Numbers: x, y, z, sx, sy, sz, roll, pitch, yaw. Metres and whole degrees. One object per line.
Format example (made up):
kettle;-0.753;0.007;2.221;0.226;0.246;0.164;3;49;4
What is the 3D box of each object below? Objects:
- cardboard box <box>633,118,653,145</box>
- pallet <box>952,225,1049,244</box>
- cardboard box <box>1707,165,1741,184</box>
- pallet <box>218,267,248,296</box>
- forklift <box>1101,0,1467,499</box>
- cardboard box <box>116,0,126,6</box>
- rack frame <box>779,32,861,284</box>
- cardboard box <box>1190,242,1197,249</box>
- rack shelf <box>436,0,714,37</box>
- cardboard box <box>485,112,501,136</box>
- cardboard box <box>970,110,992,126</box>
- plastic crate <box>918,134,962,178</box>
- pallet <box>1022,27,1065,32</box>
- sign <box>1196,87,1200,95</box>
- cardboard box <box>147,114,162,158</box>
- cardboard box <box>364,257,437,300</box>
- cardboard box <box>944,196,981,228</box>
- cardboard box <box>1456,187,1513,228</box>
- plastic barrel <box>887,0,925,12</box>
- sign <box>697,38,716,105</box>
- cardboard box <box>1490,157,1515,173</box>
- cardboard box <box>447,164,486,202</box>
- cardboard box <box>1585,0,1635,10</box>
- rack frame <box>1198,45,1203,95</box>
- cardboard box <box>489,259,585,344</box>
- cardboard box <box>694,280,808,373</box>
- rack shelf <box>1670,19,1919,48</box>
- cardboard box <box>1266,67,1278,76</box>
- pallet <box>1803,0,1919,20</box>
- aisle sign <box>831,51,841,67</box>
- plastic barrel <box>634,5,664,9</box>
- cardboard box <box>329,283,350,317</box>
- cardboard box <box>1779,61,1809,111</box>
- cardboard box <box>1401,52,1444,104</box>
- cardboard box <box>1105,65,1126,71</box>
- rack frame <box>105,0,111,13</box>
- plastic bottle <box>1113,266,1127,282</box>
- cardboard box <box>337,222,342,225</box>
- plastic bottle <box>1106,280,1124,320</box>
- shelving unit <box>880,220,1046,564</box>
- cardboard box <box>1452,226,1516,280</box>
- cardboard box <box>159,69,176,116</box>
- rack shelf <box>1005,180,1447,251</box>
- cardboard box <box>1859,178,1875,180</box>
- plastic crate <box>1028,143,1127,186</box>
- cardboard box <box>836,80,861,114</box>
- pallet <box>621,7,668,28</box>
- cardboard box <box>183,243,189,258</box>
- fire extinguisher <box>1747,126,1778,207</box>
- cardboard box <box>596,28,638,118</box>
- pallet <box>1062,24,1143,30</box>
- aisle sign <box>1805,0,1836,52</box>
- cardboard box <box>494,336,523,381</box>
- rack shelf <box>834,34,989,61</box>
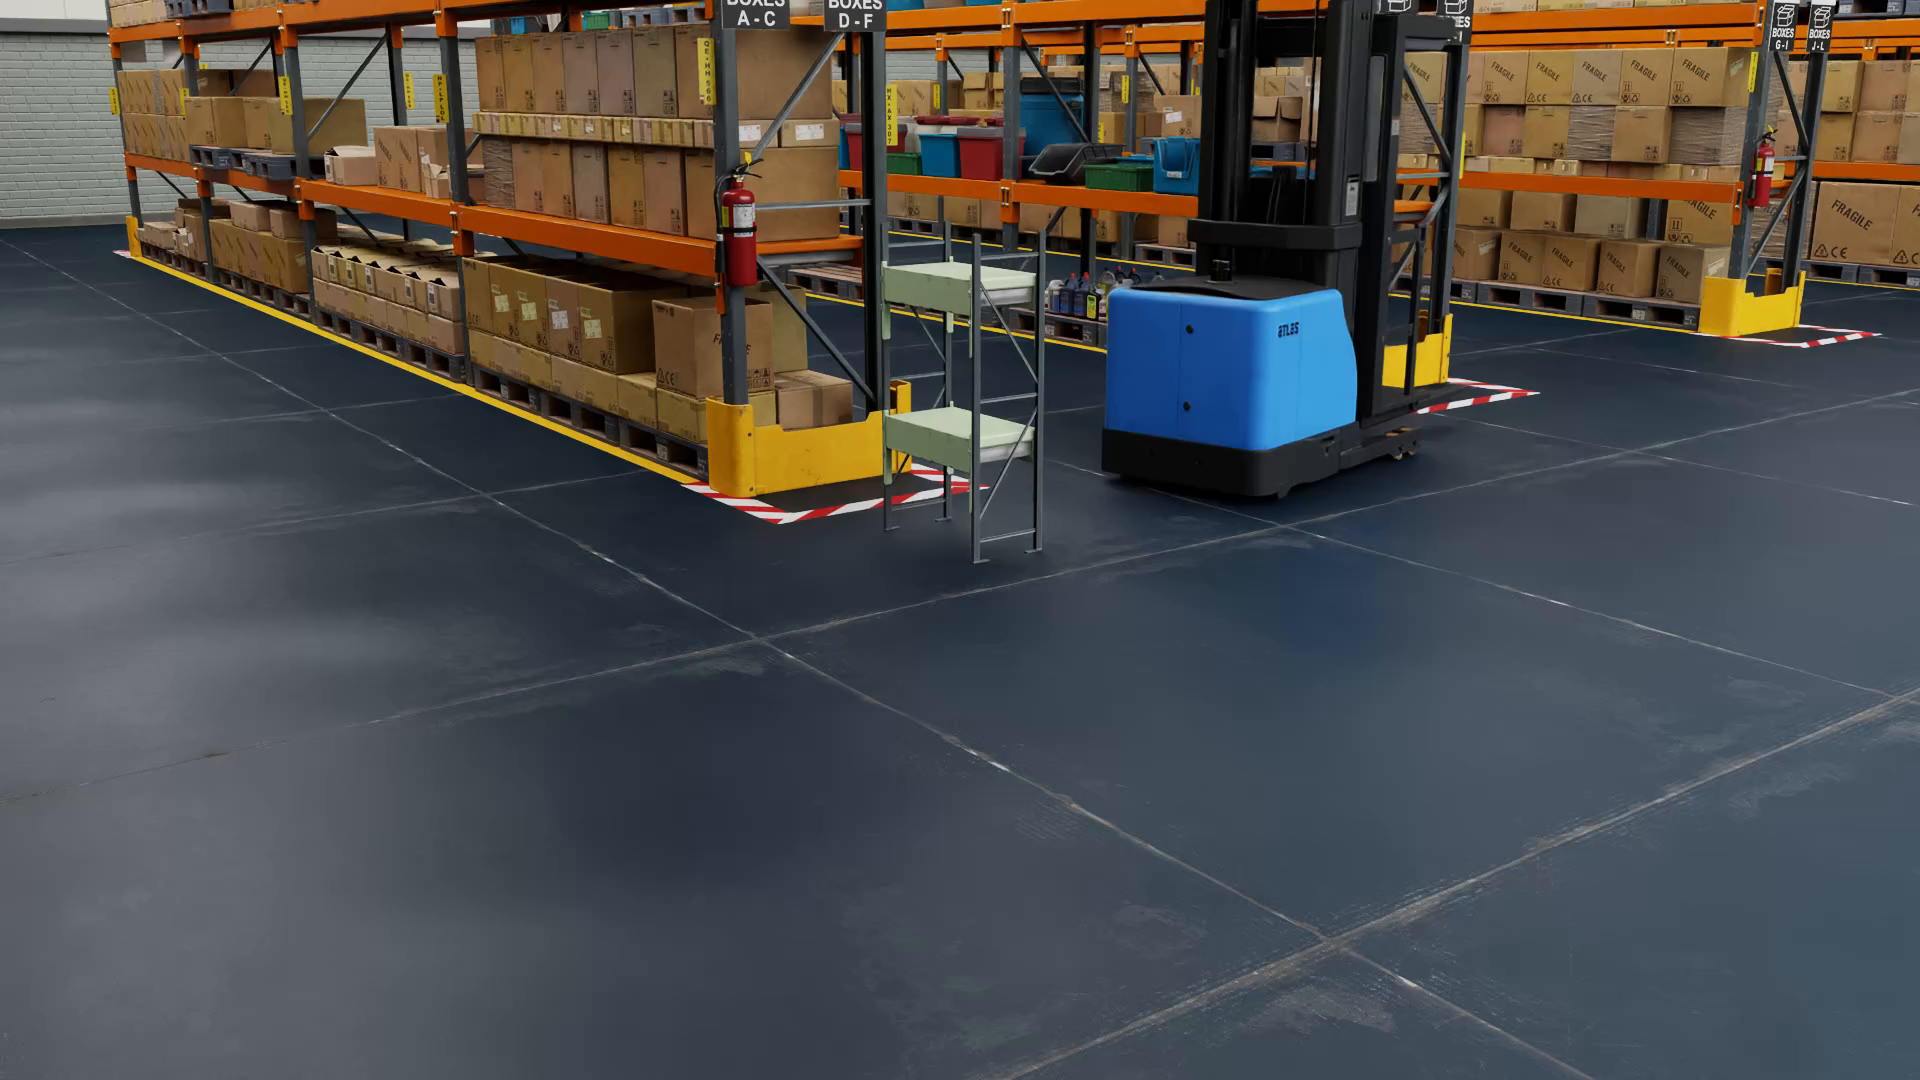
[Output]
cardboard box;-1.671;-2.375;9.653;0.380;0.149;0.250;-11;19;-34
pallet;0.634;-4.399;23.748;1.003;0.211;1.213;-11;19;-35
cardboard box;6.840;-3.242;14.715;0.380;0.149;0.250;-11;19;-35
pallet;-7.387;-2.847;18.079;1.003;0.211;1.213;-11;19;-35
forklift;2.109;-1.955;9.666;1.130;2.935;3.031;12;20;38
cardboard box;-9.868;-6.572;20.060;0.500;0.250;0.500;-11;19;-35
rack frame;-1.535;-4.274;18.009;1.000;3.000;0.127;-11;19;-35
cardboard box;3.218;-3.793;20.153;0.700;0.500;0.500;-13;20;-39
rack shelf;-2.016;-3.324;10.221;1.077;0.370;4.000;-11;19;-35
cardboard box;-3.043;-2.872;11.468;0.380;0.149;0.250;-11;19;-34
cardboard box;0.484;-5.701;23.033;0.500;0.500;0.500;-11;19;-34
plastic crate;-0.084;-3.599;15.575;0.392;0.384;0.575;-11;19;-35
pallet;1.390;-6.766;21.790;1.003;0.211;1.213;-10;18;-32
sign;3.756;-6.977;26.245;0.100;0.325;0.005;-11;19;-35
cardboard box;-9.307;-4.803;19.752;0.500;0.500;0.500;-11;19;-34
cardboard box;-4.557;-2.165;13.656;0.500;0.311;0.500;-11;19;-35
cardboard box;0.512;-4.941;23.676;1.225;0.875;0.875;-11;19;-34
cardboard box;7.345;-4.578;22.587;1.050;0.750;0.750;-11;19;-34
plastic barrel;-0.427;-5.462;15.720;0.600;0.901;0.708;-11;19;-35
sign;-1.287;-2.389;8.480;0.100;0.325;0.005;-11;19;-35
cardboard box;5.461;-3.712;16.431;0.380;0.149;0.250;-11;19;-35
cardboard box;-3.517;-2.678;12.461;0.500;0.250;0.500;-9;18;-31
cardboard box;6.096;-4.989;15.225;0.500;0.250;0.500;-10;18;-33
rack frame;4.191;-6.645;26.673;1.000;3.000;0.127;-11;19;-35
cardboard box;-2.872;-1.636;11.366;0.500;0.500;0.500;-11;19;-35
cardboard box;-1.271;-1.291;10.103;0.500;0.500;0.500;-11;19;-35
rack shelf;10.070;-5.609;18.570;1.077;0.370;4.000;-11;19;-35
cardboard box;6.040;-8.895;31.583;0.380;0.149;0.250;-10;18;-33
pallet;10.080;-5.904;18.452;1.003;0.211;1.213;-11;19;-35
aisle sign;-2.032;-8.067;26.942;0.394;0.787;0.004;-11;19;-35
plastic barrel;-3.780;-6.692;20.108;0.433;0.535;0.433;0;15;0
cardboard box;-5.177;-2.117;14.544;0.500;0.250;0.500;-12;19;-36
cardboard box;9.707;-5.210;19.099;0.875;0.550;0.550;-11;19;-35
cardboard box;4.882;-4.727;17.017;0.500;0.500;0.500;-11;19;-35
cardboard box;2.780;-7.706;27.904;0.500;0.500;0.500;-12;19;-36
rack frame;-10.248;-8.108;20.652;1.000;3.000;0.127;-11;19;-35
plastic bottle;1.428;-2.261;14.841;0.144;0.351;0.185;-11;19;-36
cardboard box;-6.796;-3.092;17.591;0.500;0.500;0.500;-11;19;-34
plastic bottle;1.317;-1.986;13.836;0.144;0.351;0.185;-11;19;-35
shelving unit;0.004;-0.722;7.873;0.431;1.500;0.755;-11;19;-35
cardboard box;5.369;-2.973;17.194;0.500;0.500;0.500;-5;16;-17
cardboard box;-8.706;-5.067;18.824;0.500;0.500;0.500;-11;19;-36
rack shelf;1.993;-2.646;13.423;1.077;0.370;4.000;-11;19;-35
cardboard box;15.642;-5.992;27.989;0.875;0.625;0.625;-12;19;-37
plastic crate;1.022;-3.258;14.416;0.767;0.338;0.504;-11;19;-35
cardboard box;-1.565;-6.823;25.622;0.500;0.500;0.500;-11;19;-36
pallet;-3.347;-6.331;20.203;1.213;0.211;1.003;-11;19;-35
cardboard box;-8.729;-3.345;19.184;0.380;0.149;0.250;-11;19;-35
fire extinguisher;6.869;-3.201;14.236;0.296;0.674;0.183;-11;19;-35
cardboard box;-1.746;-2.803;9.990;0.700;0.500;0.500;-11;19;-34
pallet;2.050;-6.528;20.919;1.213;0.211;1.003;-10;18;-32
aisle sign;7.454;-4.622;14.355;0.394;0.787;0.004;-11;19;-35
cardboard box;-2.875;-1.274;11.463;0.500;0.250;0.500;-11;19;-35
rack shelf;-1.057;-7.424;25.198;1.077;0.370;4.000;-11;19;-35
